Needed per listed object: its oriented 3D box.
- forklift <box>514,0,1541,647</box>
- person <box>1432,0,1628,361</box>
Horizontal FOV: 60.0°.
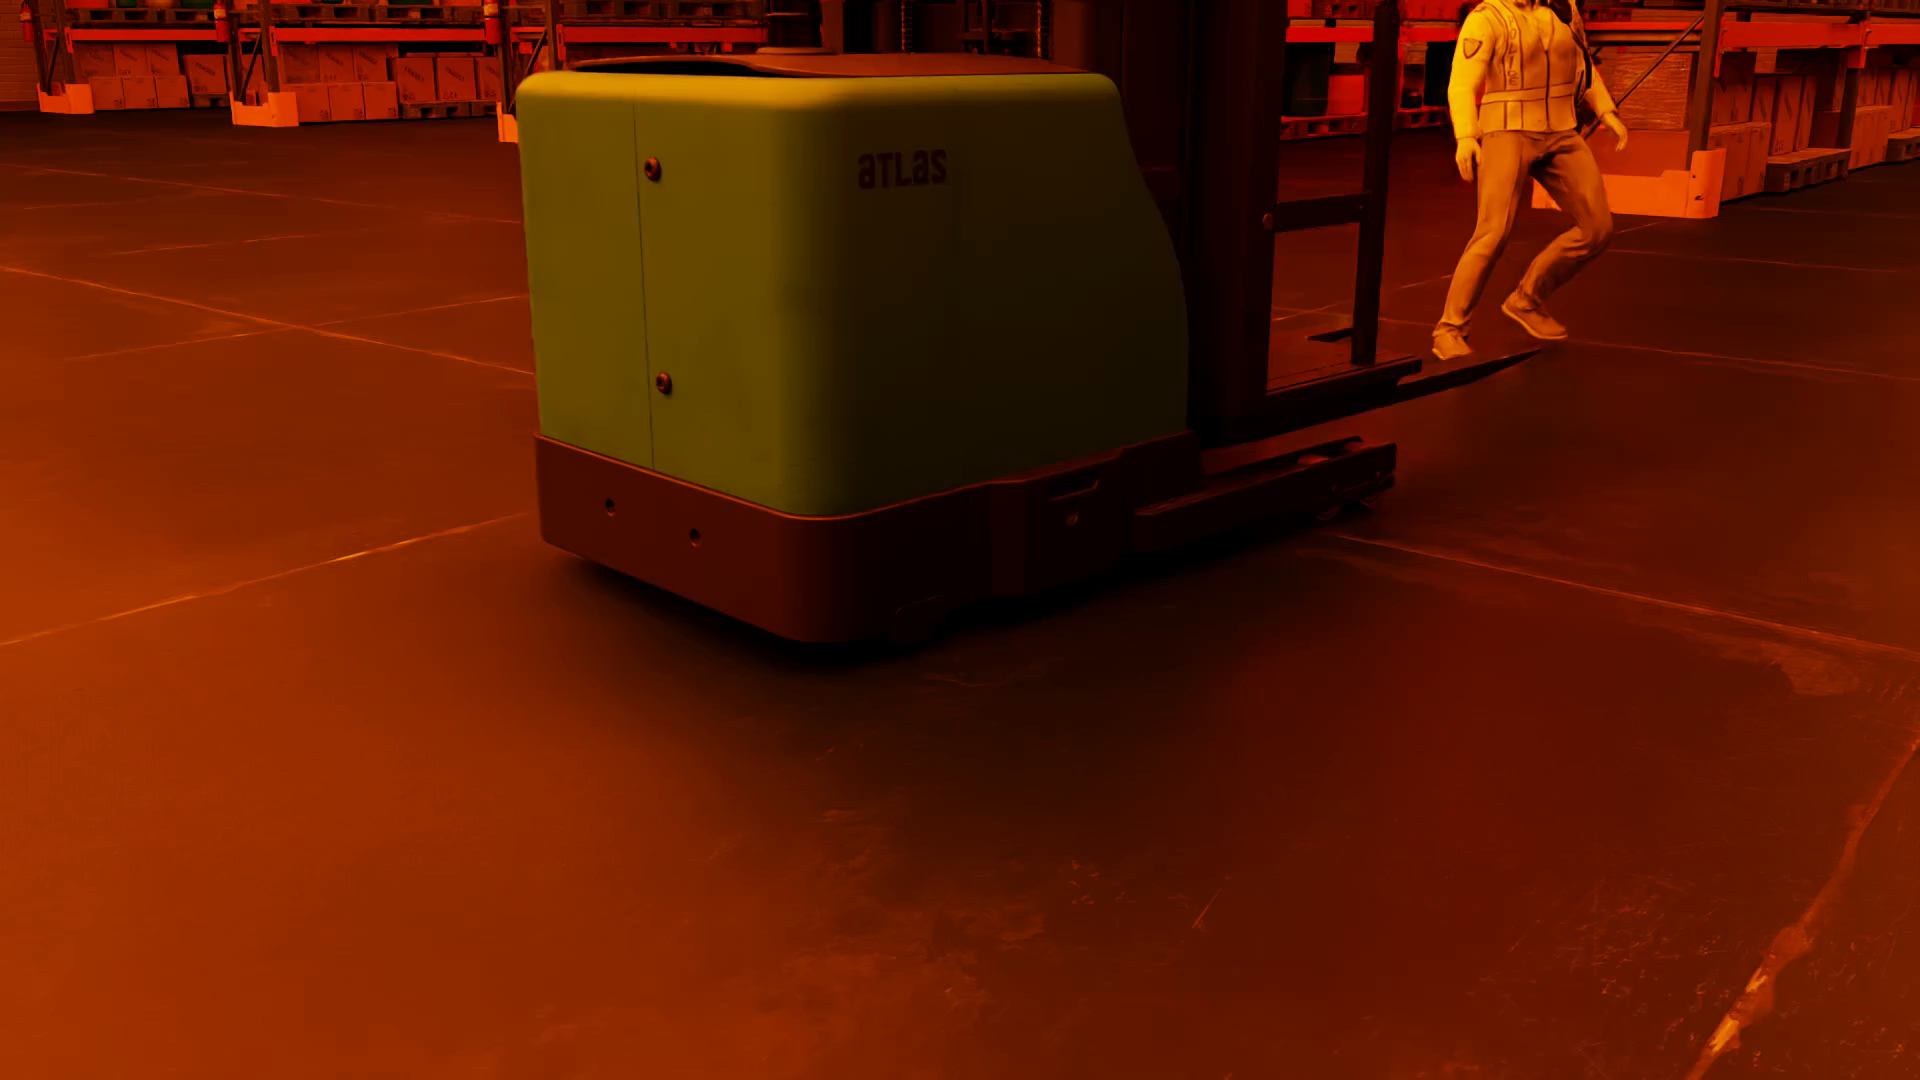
[{"bbox_3d":[0.470,-1.544,3.984,3.031,2.935,1.130,-16,23,-42],"label":"forklift"},{"bbox_3d":[2.049,-1.455,6.031,0.724,1.557,0.489,-4,17,-14],"label":"person"}]
